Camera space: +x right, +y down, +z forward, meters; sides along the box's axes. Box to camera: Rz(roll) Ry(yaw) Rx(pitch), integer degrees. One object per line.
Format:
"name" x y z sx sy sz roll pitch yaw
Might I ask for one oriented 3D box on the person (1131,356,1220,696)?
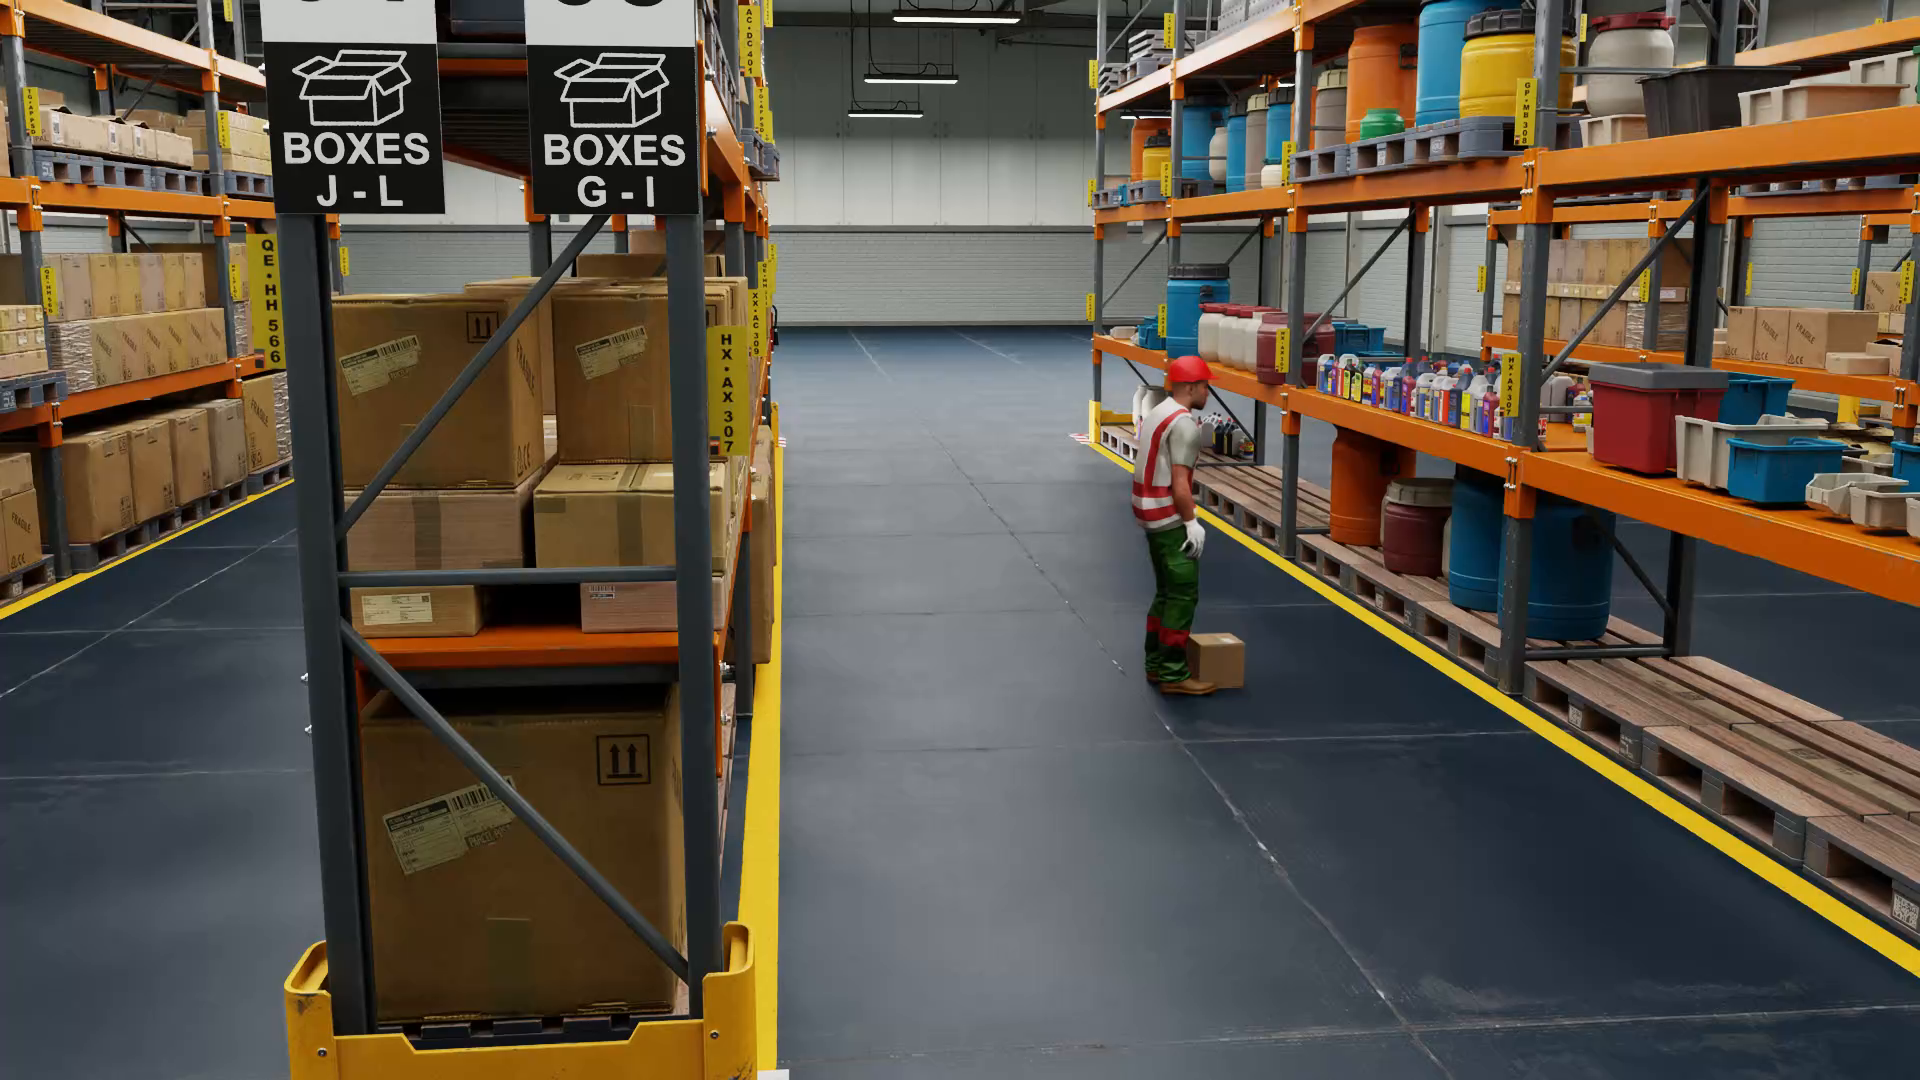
"person" 1.156 -0.089 8.870 0.449 1.778 0.595 -1 10 -8
